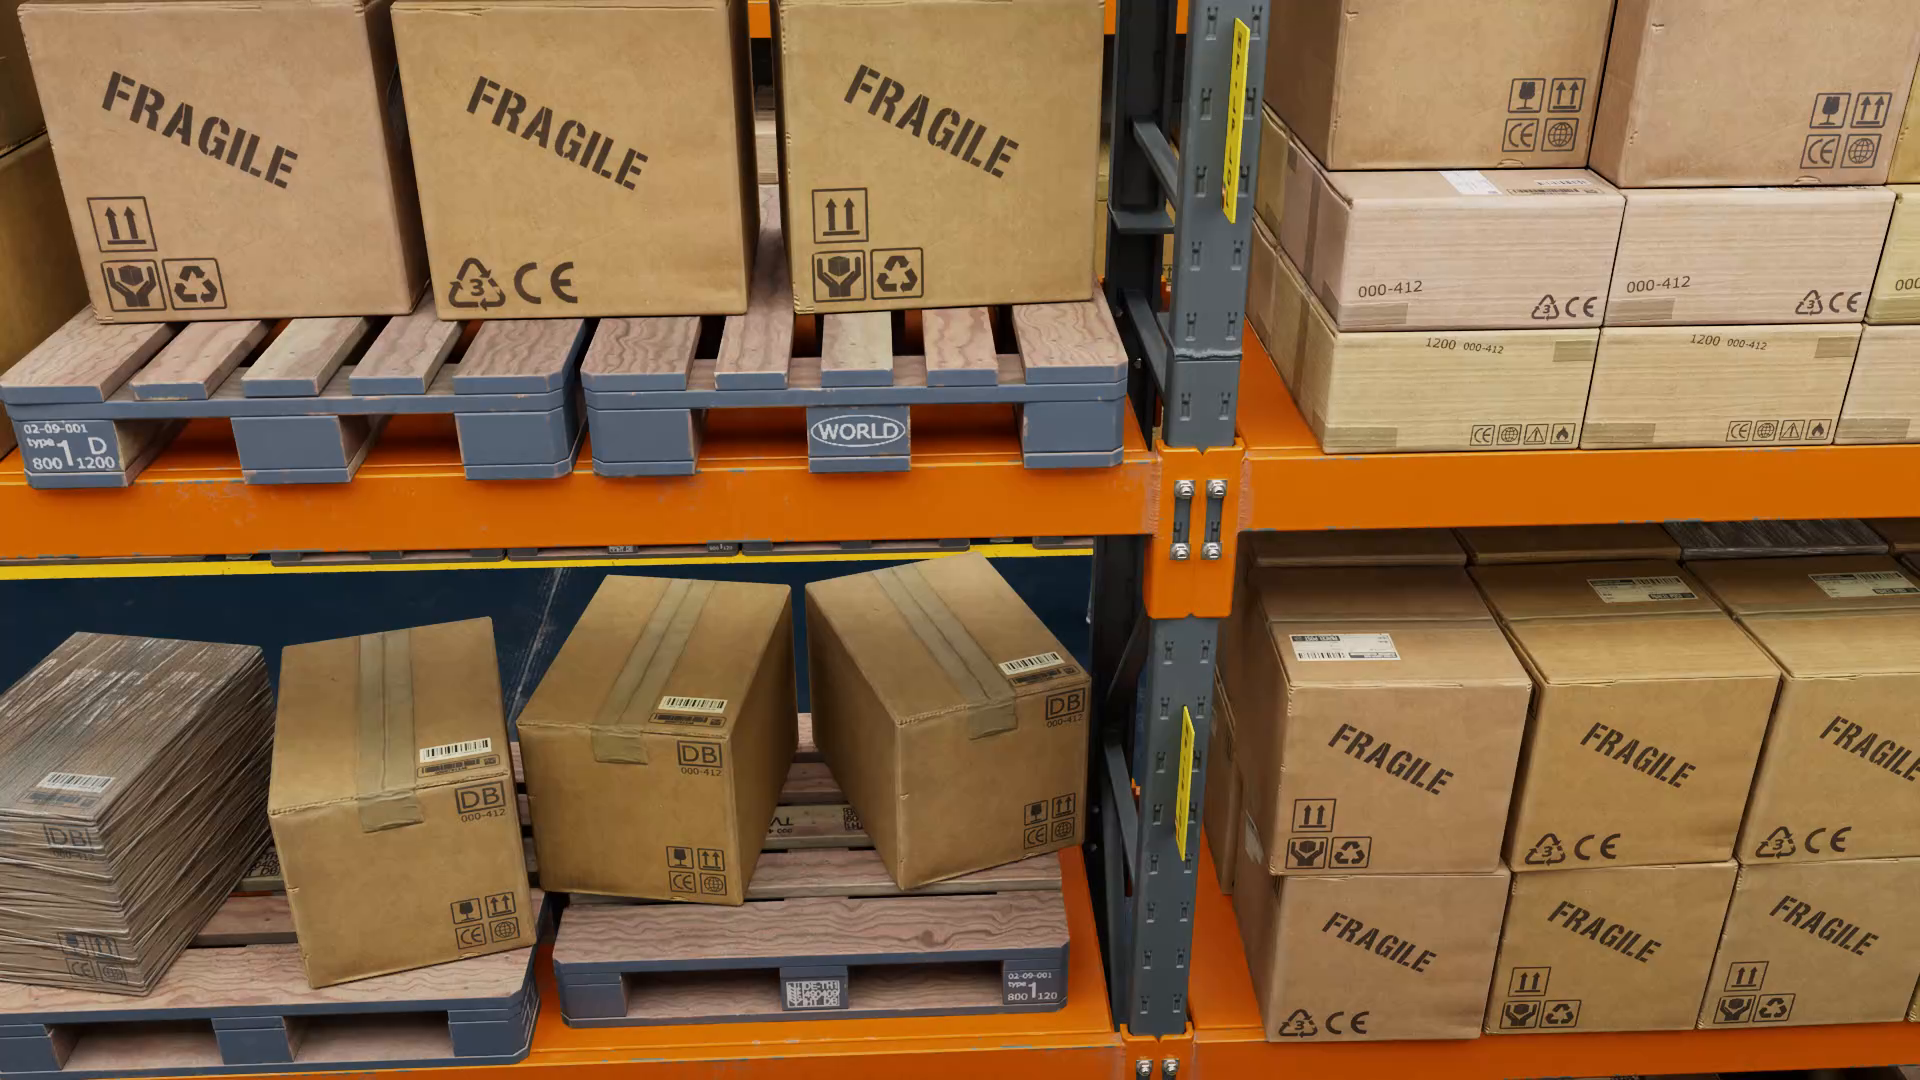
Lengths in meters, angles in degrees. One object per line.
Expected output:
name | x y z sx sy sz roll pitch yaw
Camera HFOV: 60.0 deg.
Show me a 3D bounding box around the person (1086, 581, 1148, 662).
person | 0.747 -0.276 7.644 0.398 1.659 0.531 -3 28 -6
